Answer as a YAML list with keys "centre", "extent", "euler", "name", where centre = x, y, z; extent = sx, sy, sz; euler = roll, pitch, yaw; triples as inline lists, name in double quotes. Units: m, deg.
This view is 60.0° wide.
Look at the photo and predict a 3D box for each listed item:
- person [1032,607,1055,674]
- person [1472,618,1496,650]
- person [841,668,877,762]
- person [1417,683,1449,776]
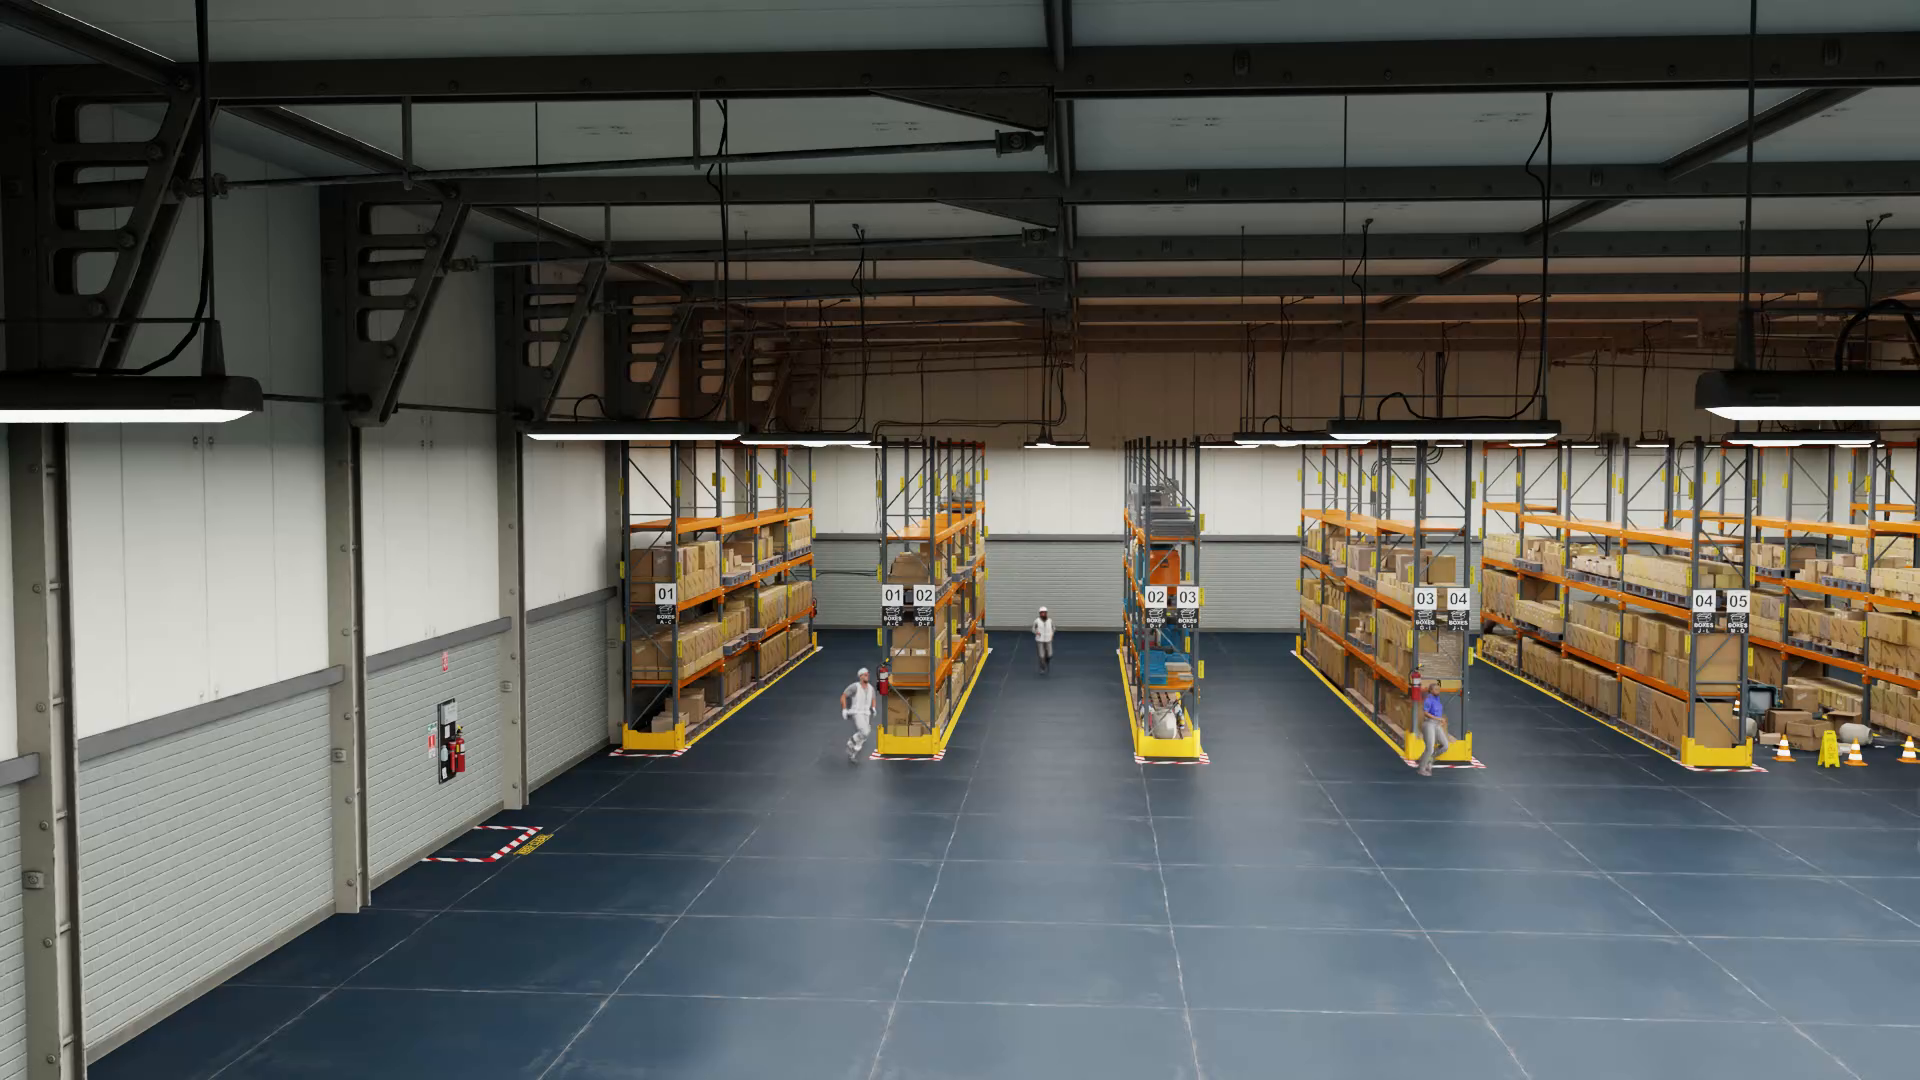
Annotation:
- centre: [2.162, 2.574, 42.518]
  extent: [0.644, 1.728, 0.592]
  euler: [0, 3, -7]
  name: "person"
- centre: [15.100, 2.299, 47.697]
  extent: [0.878, 1.712, 0.997]
  euler: [1, 3, 15]
  name: "person"
- centre: [-1.785, 3.226, 30.585]
  extent: [0.713, 1.712, 0.560]
  euler: [-3, 4, -40]
  name: "person"
- centre: [8.441, 3.391, 29.439]
  extent: [0.576, 1.524, 0.645]
  euler: [3, 4, 43]
  name: "person"
